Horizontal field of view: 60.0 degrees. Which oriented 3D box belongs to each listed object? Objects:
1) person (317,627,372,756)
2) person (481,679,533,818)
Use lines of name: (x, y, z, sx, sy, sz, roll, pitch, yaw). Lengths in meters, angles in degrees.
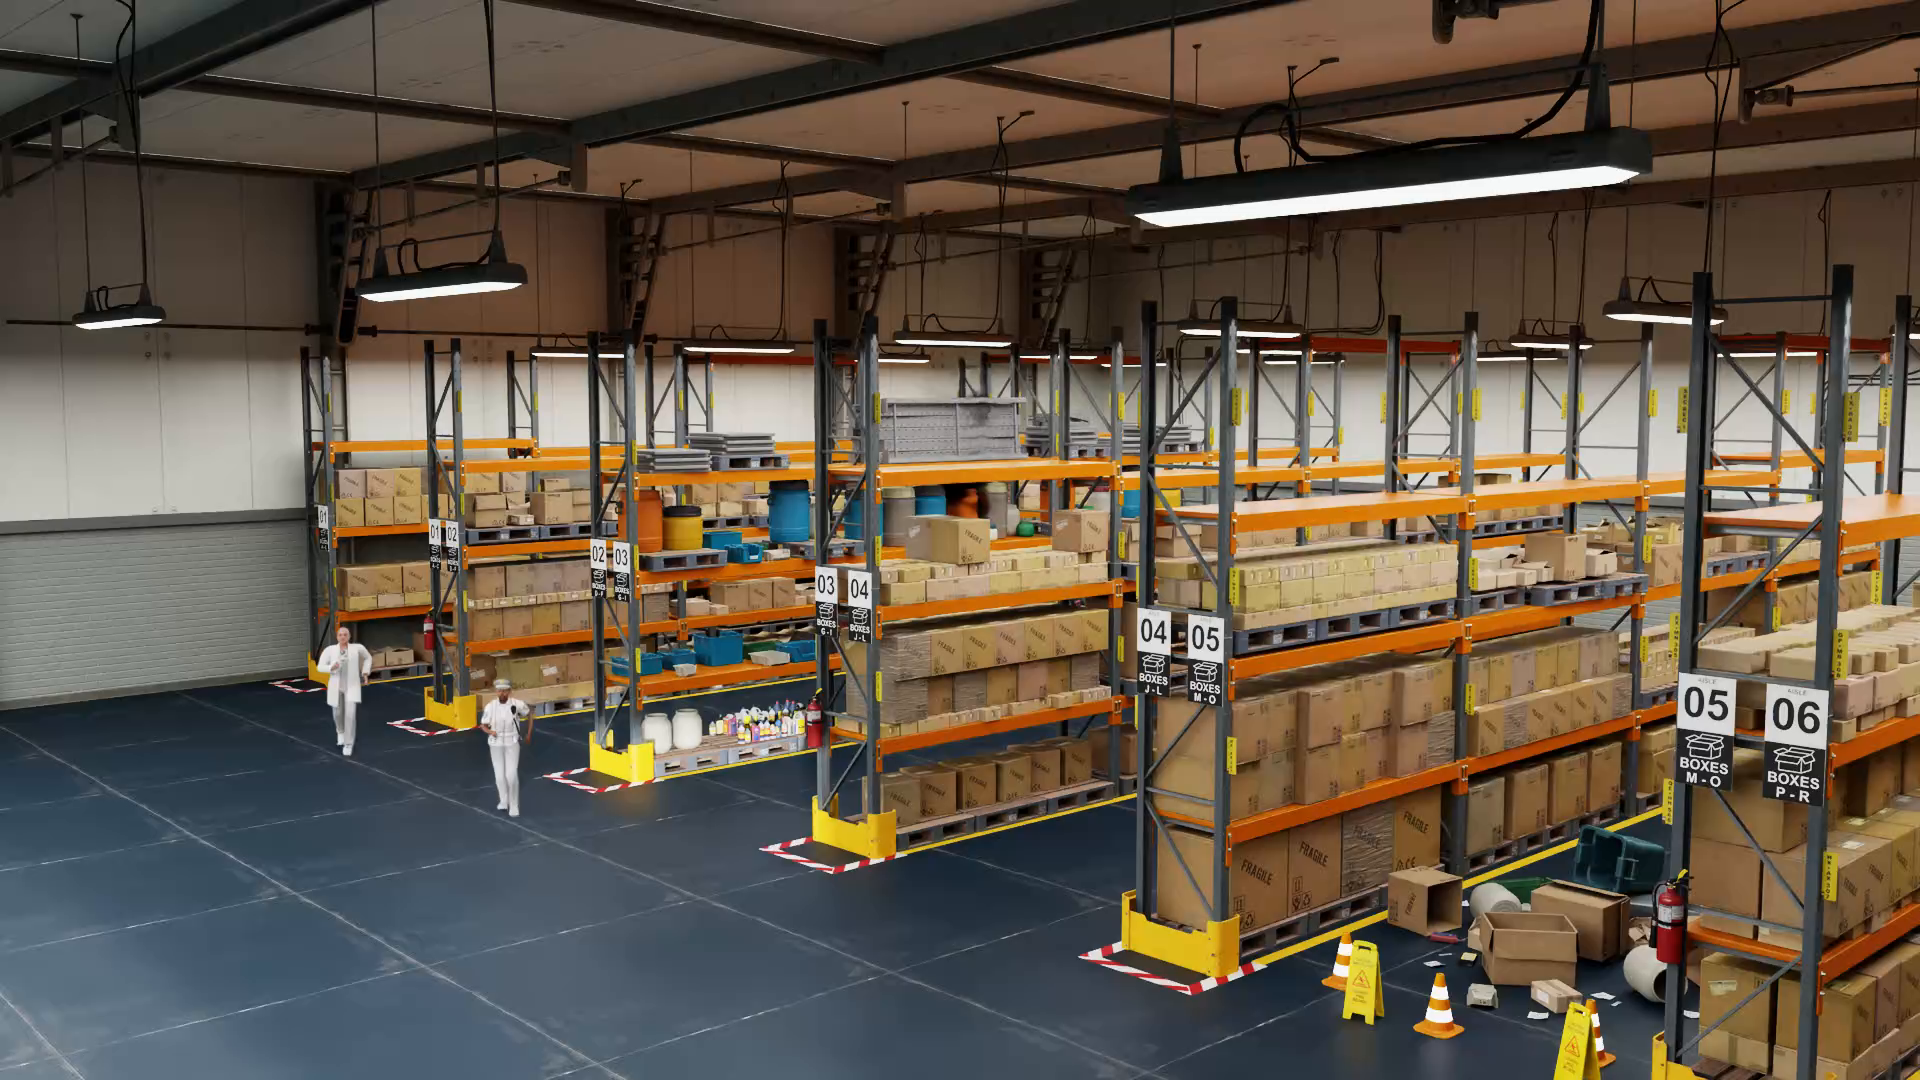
person: (-8.866, 2.184, 23.968, 0.707, 1.687, 1.058, -1, 5, -13)
person: (-5.552, 2.553, 20.366, 0.595, 1.754, 0.729, -1, 5, -7)
